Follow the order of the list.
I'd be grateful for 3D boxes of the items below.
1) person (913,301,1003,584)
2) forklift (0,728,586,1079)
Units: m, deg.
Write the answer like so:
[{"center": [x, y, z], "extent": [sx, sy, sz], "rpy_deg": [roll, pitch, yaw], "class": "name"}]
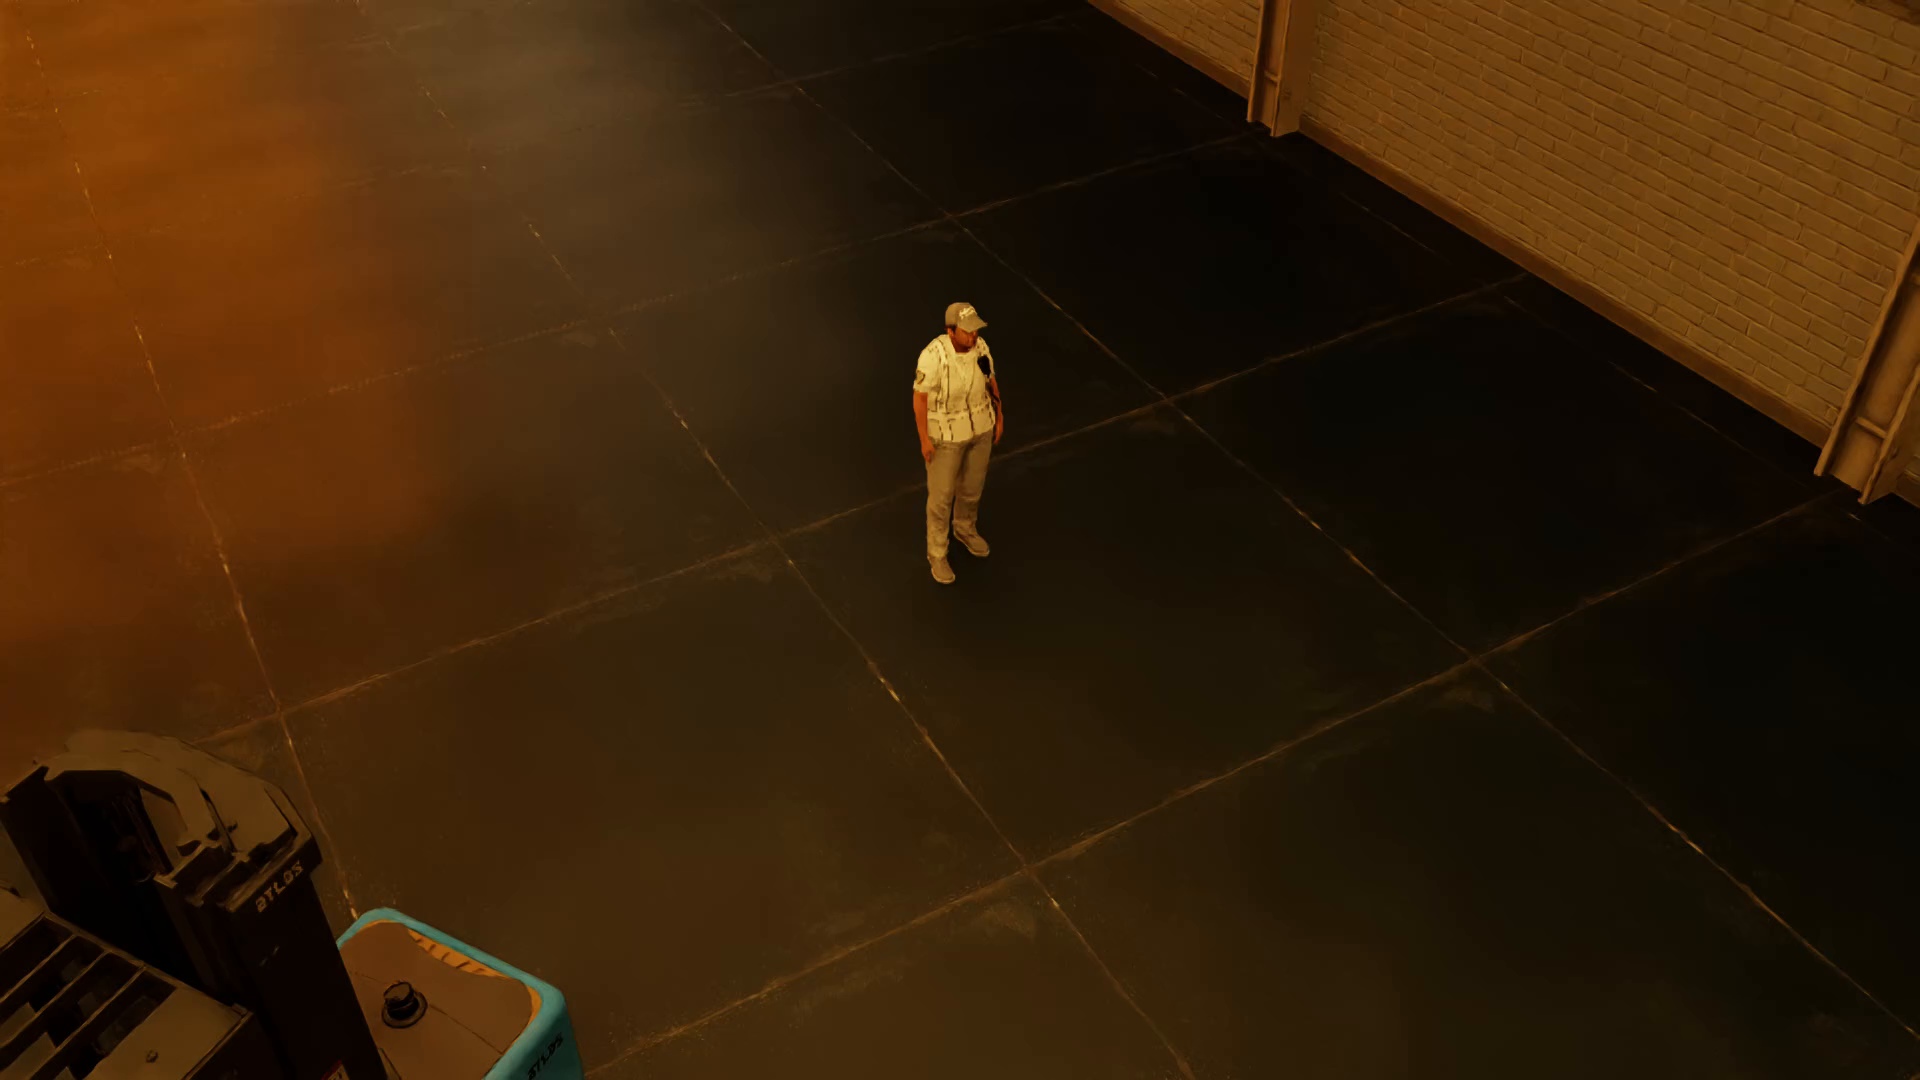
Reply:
[{"center": [0.019, -0.597, 9.736], "extent": [0.598, 1.669, 0.529], "rpy_deg": [-20, 44, -23], "class": "person"}, {"center": [-2.656, 2.167, 5.423], "extent": [1.130, 2.935, 3.031], "rpy_deg": [18, 43, 21], "class": "forklift"}]
